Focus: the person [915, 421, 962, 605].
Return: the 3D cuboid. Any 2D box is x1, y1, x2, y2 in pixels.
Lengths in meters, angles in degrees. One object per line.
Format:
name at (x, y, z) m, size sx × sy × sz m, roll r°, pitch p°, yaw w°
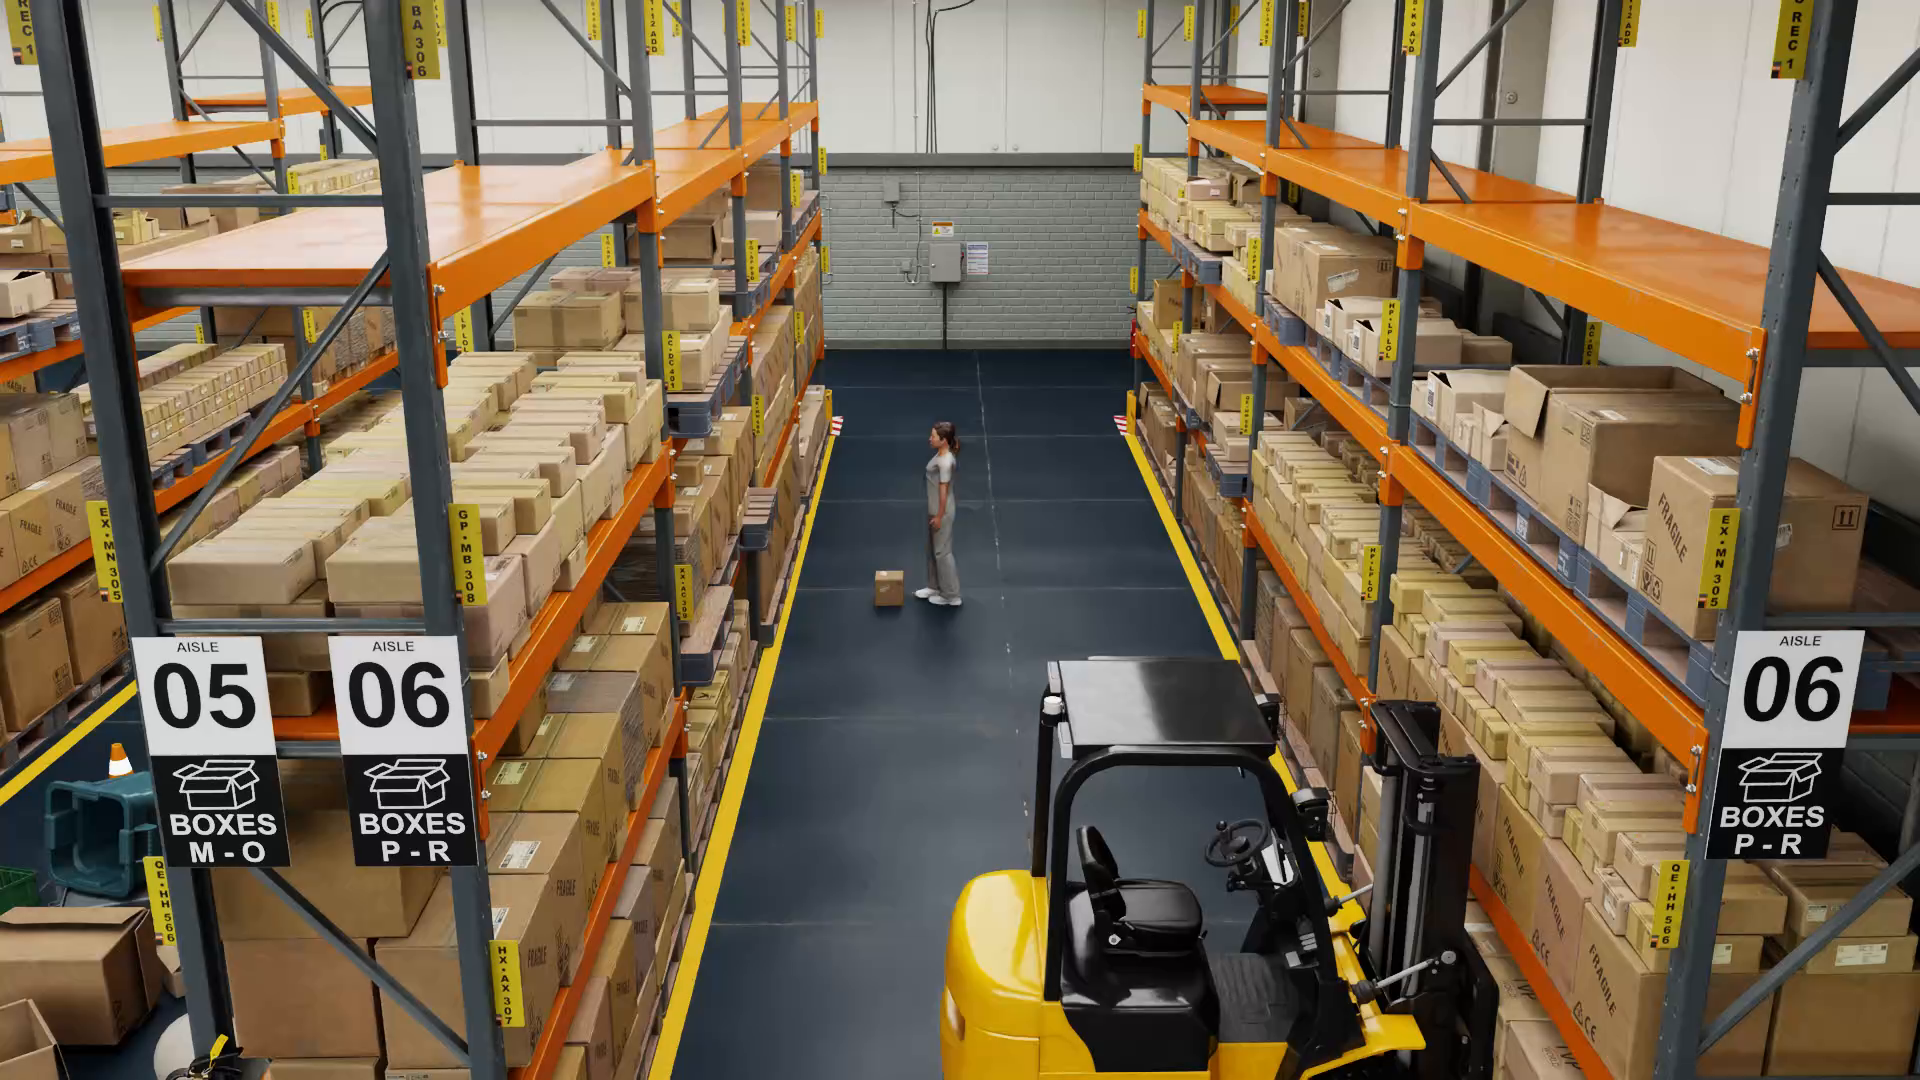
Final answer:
person at (-0.195, -0.239, 14.844) m, size 0.432 × 1.676 × 0.436 m, roll 0°, pitch 17°, yaw 0°
